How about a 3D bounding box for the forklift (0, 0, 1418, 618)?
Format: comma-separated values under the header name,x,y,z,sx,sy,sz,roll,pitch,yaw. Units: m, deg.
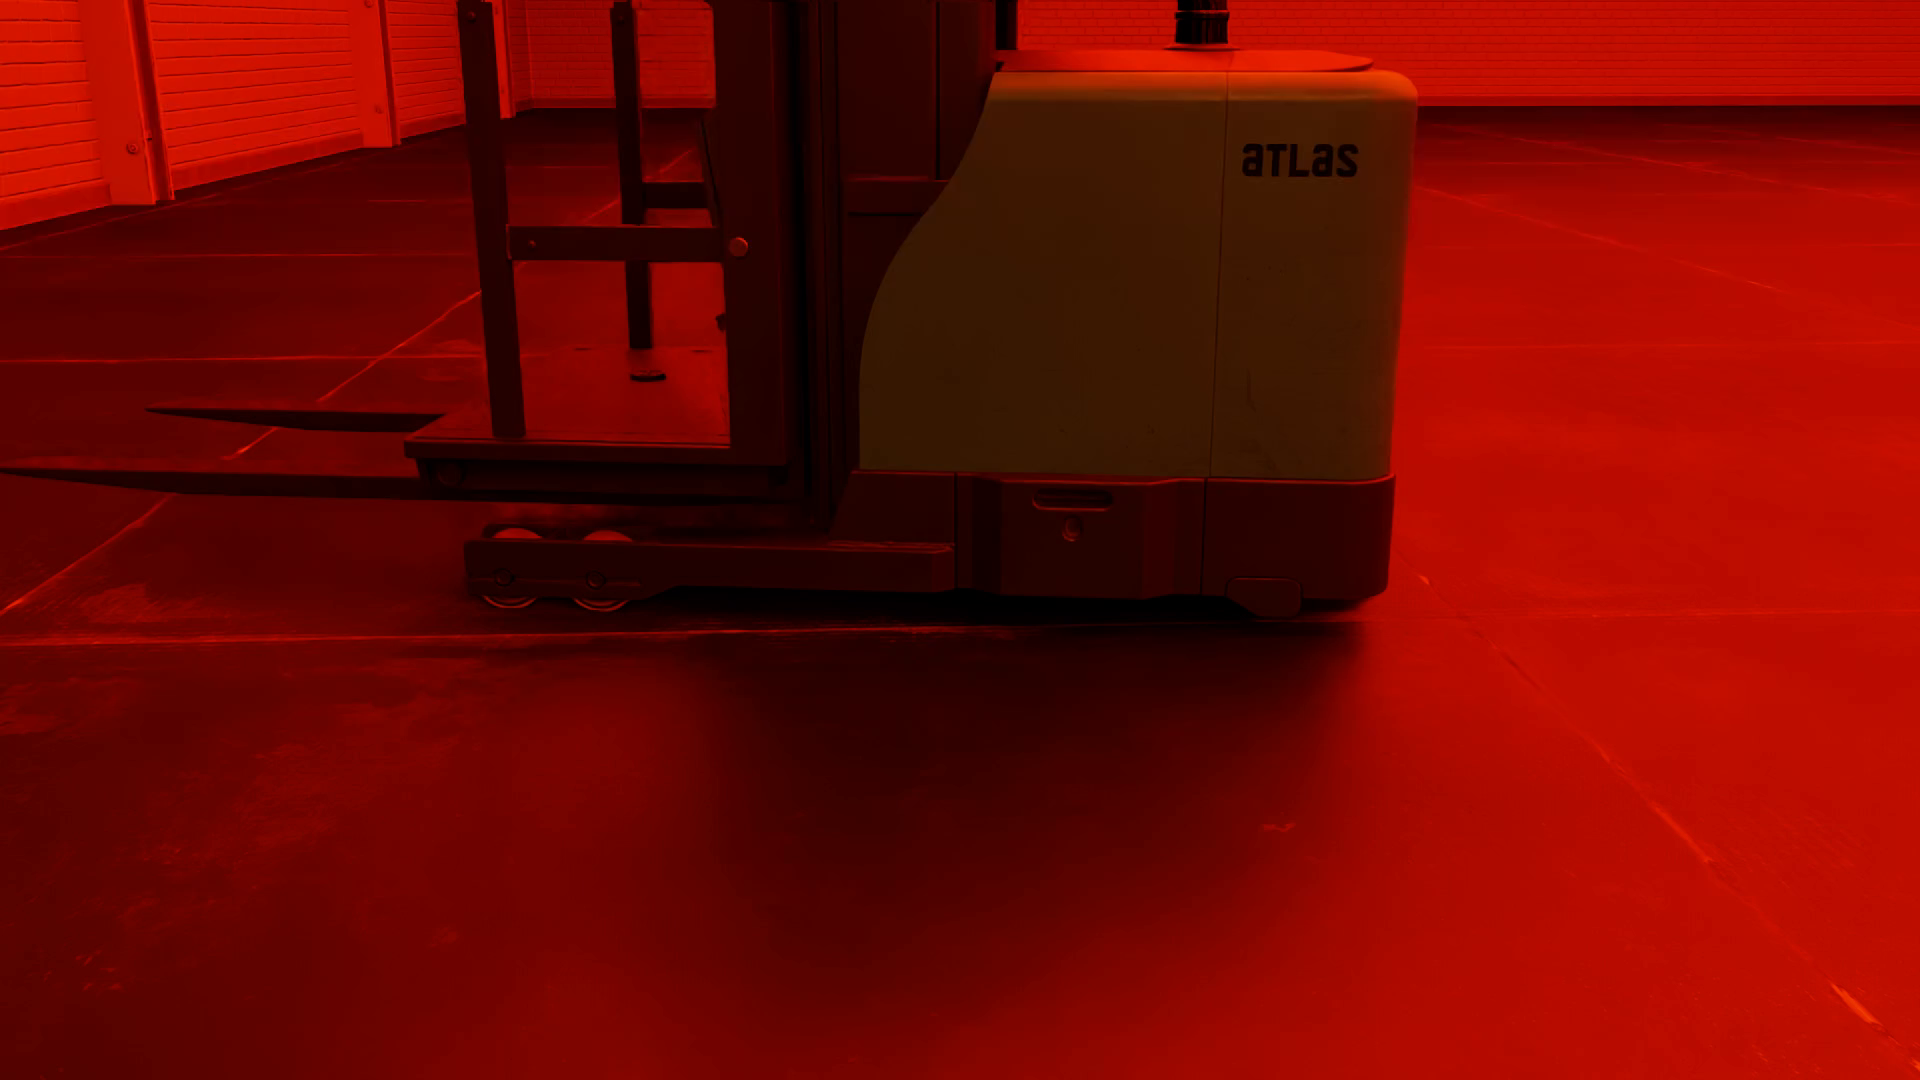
name,x,y,z,sx,sy,sz,roll,pitch,yaw
forklift,-0.605,-1.404,3.498,3.031,2.935,1.130,2,17,5
